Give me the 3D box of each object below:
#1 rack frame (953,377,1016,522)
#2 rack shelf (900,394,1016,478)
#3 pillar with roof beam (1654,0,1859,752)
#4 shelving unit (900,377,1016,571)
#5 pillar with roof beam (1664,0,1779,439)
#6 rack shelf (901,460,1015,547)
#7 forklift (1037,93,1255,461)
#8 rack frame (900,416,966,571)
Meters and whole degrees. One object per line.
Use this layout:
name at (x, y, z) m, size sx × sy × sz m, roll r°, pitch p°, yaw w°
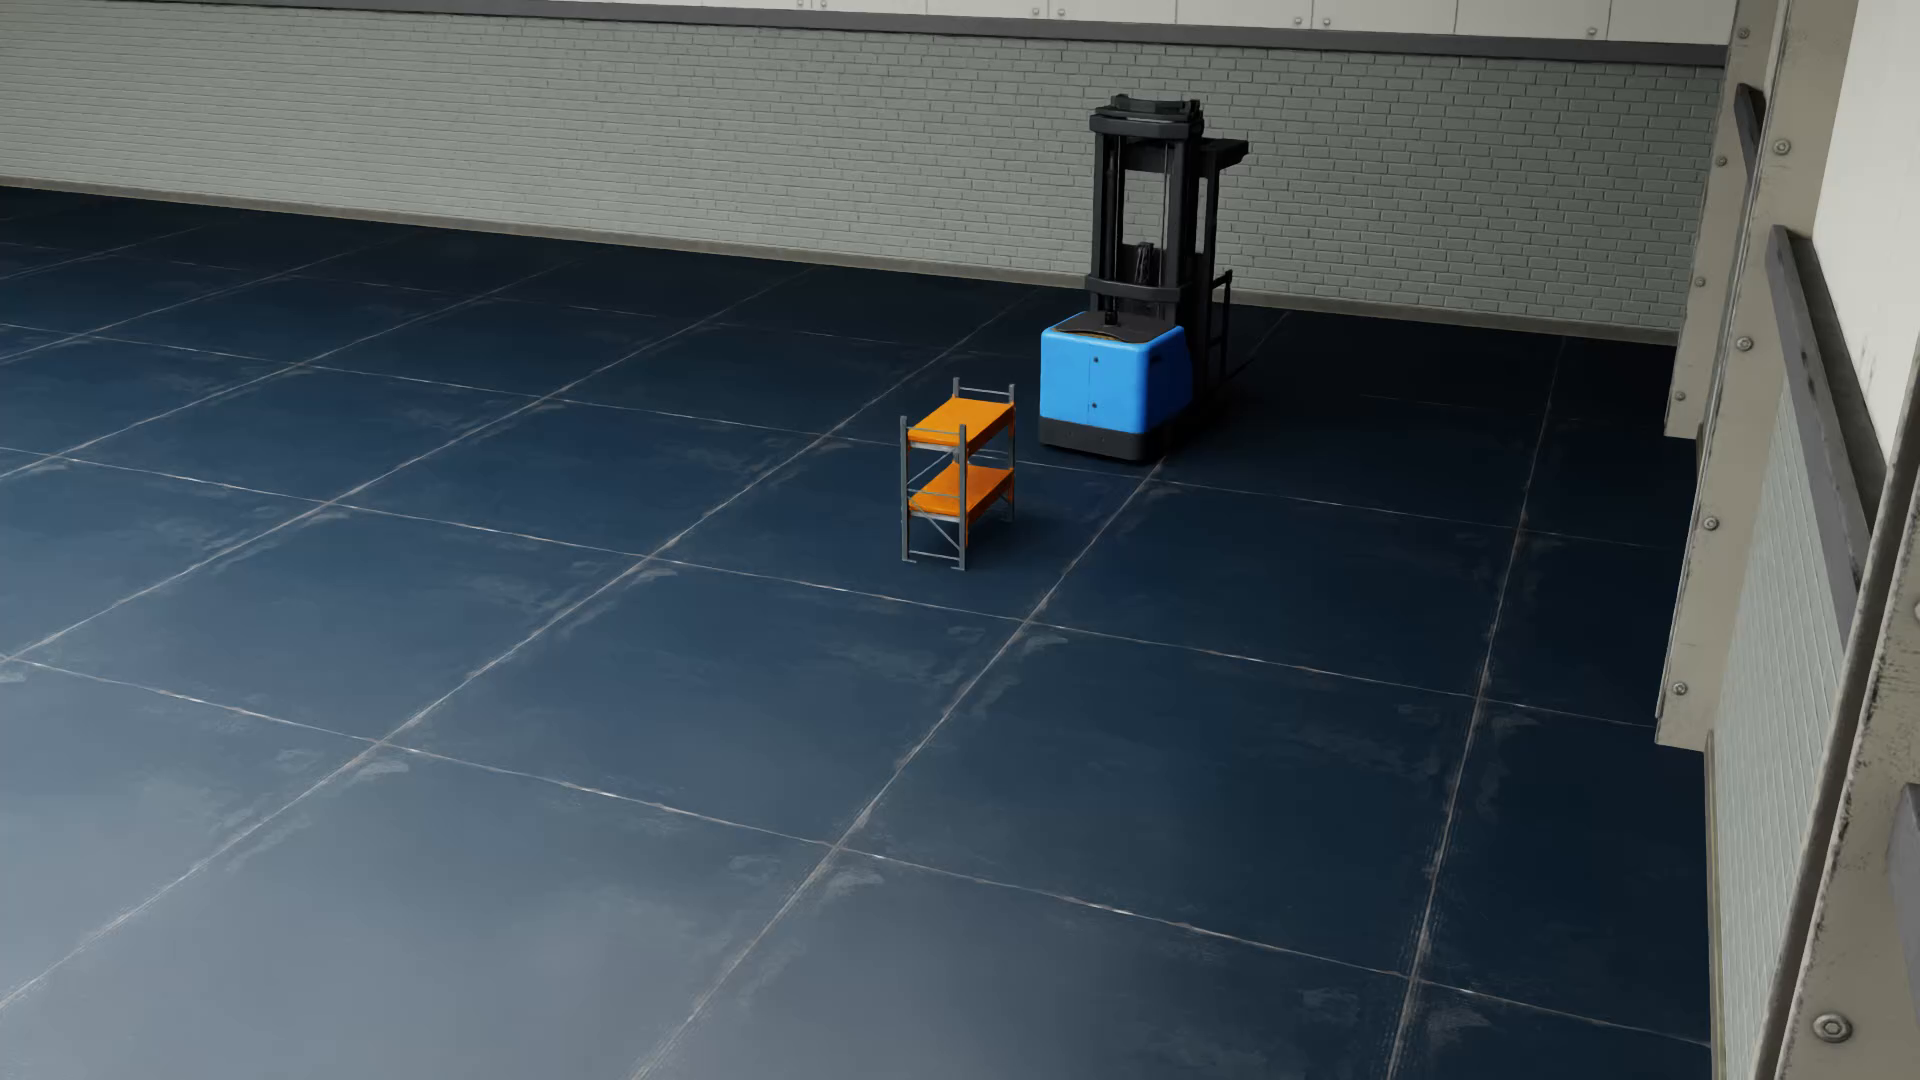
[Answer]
rack frame at (0.186, -0.699, 12.963) m, size 0.500 × 1.125 × 0.032 m, roll 9°, pitch 24°, yaw 20°
rack shelf at (-0.003, -0.787, 12.415) m, size 0.538 × 0.278 × 1.000 m, roll 9°, pitch 24°, yaw 20°
pillar with roof beam at (0.340, -3.612, 9.721) m, size 9.100 × 9.000 × 0.400 m, roll 9°, pitch 24°, yaw 20°
shelving unit at (-0.003, -0.517, 12.527) m, size 0.538 × 1.125 × 1.048 m, roll 9°, pitch 24°, yaw 20°
pillar with roof beam at (2.568, -5.759, 14.862) m, size 9.100 × 9.000 × 0.400 m, roll 9°, pitch 24°, yaw 20°
rack shelf at (-0.003, -0.291, 12.622) m, size 0.538 × 0.278 × 1.000 m, roll 9°, pitch 24°, yaw 20°
forklift at (1.876, -2.550, 15.053) m, size 1.130 × 2.935 × 3.031 m, roll 13°, pitch 26°, yaw 28°
rack frame at (-0.191, -0.335, 12.092) m, size 0.500 × 1.125 × 0.032 m, roll 9°, pitch 24°, yaw 20°
